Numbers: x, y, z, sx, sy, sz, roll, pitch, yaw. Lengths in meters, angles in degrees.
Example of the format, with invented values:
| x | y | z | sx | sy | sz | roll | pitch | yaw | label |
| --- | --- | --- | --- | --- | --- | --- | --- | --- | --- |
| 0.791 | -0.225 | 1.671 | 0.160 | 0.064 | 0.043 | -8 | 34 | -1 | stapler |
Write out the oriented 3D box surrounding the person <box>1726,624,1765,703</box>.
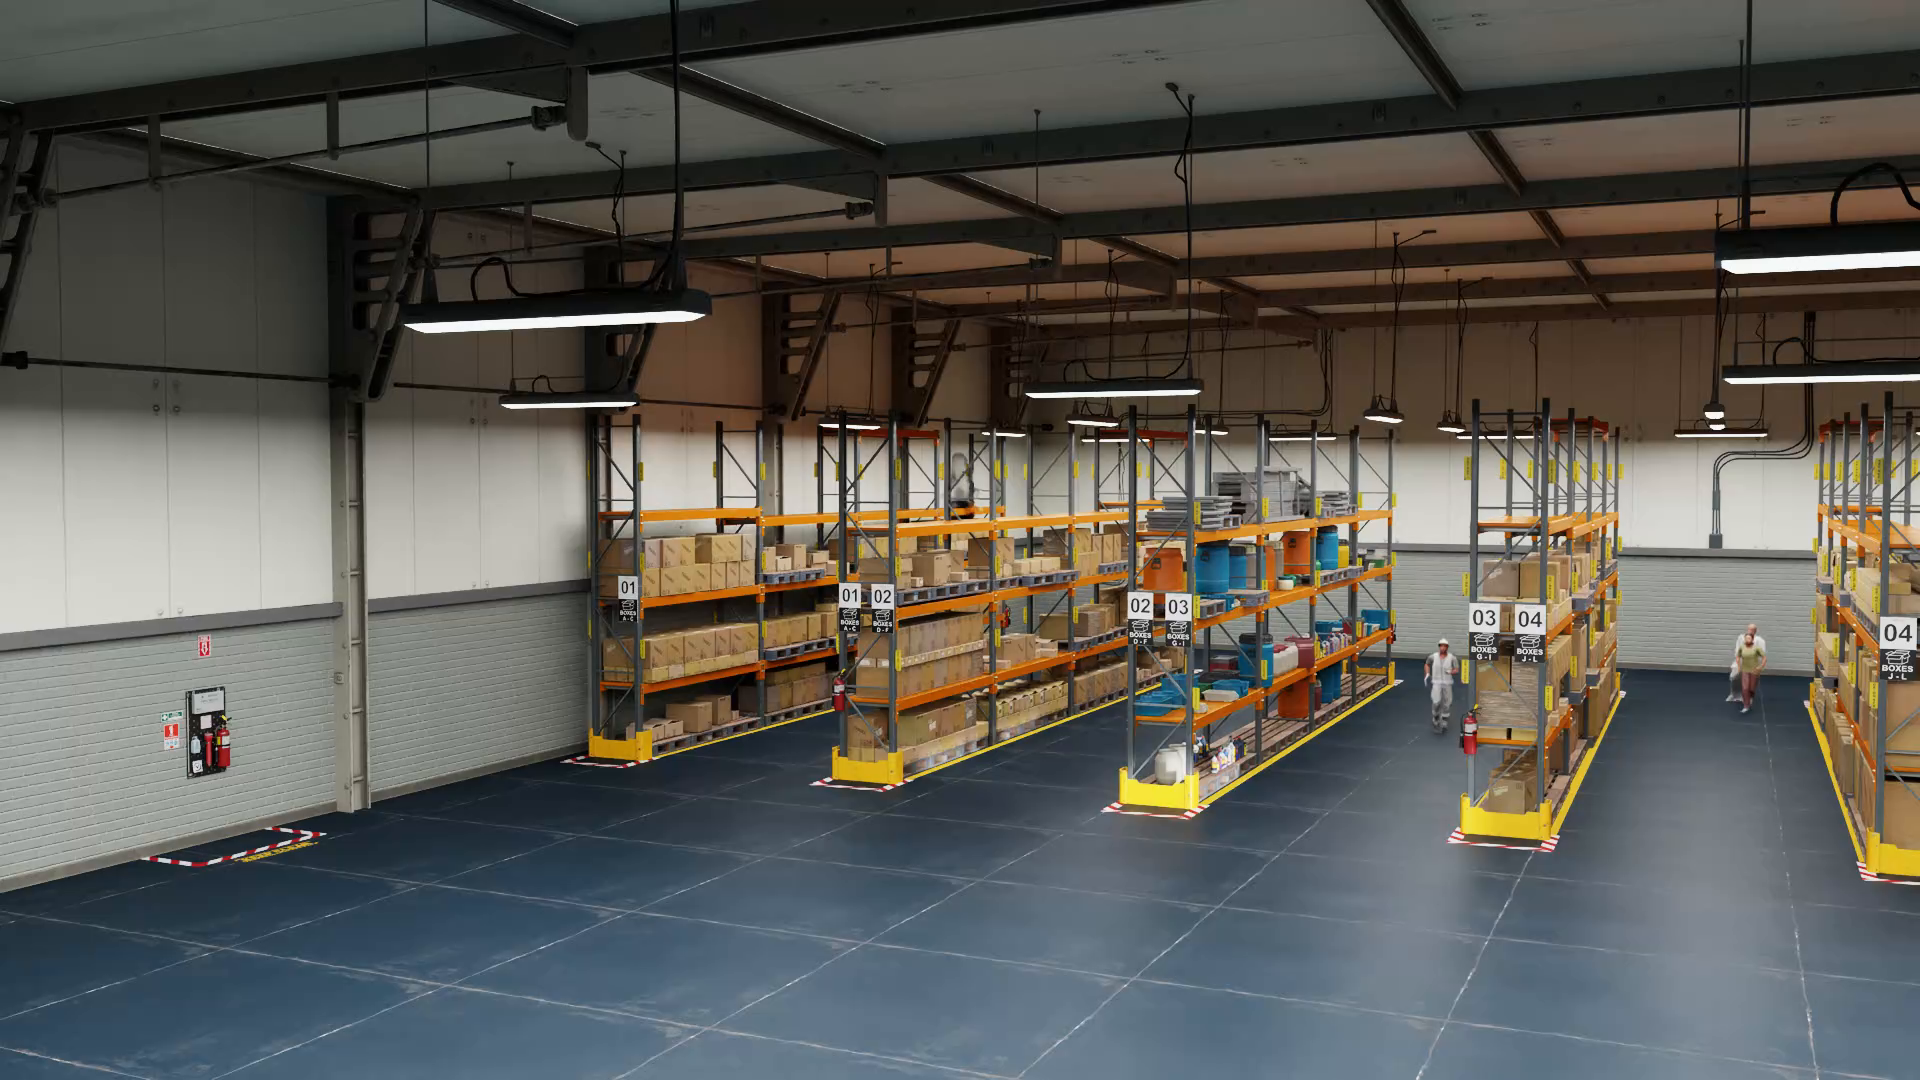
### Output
| x | y | z | sx | sy | sz | roll | pitch | yaw | label |
| --- | --- | --- | --- | --- | --- | --- | --- | --- | --- |
| 16.991 | 2.672 | 35.883 | 0.679 | 1.746 | 0.787 | -2 | 3 | -41 | person |

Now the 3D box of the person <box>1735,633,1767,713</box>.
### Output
| x | y | z | sx | sy | sz | roll | pitch | yaw | label |
| --- | --- | --- | --- | --- | --- | --- | --- | --- | --- |
| 16.521 | 2.765 | 34.734 | 0.595 | 1.657 | 0.640 | 2 | 3 | 36 | person |

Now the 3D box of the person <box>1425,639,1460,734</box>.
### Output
| x | y | z | sx | sy | sz | roll | pitch | yaw | label |
| --- | --- | --- | --- | --- | --- | --- | --- | --- | --- |
| 9.214 | 2.801 | 31.792 | 0.641 | 1.817 | 0.735 | 1 | 2 | 14 | person |
